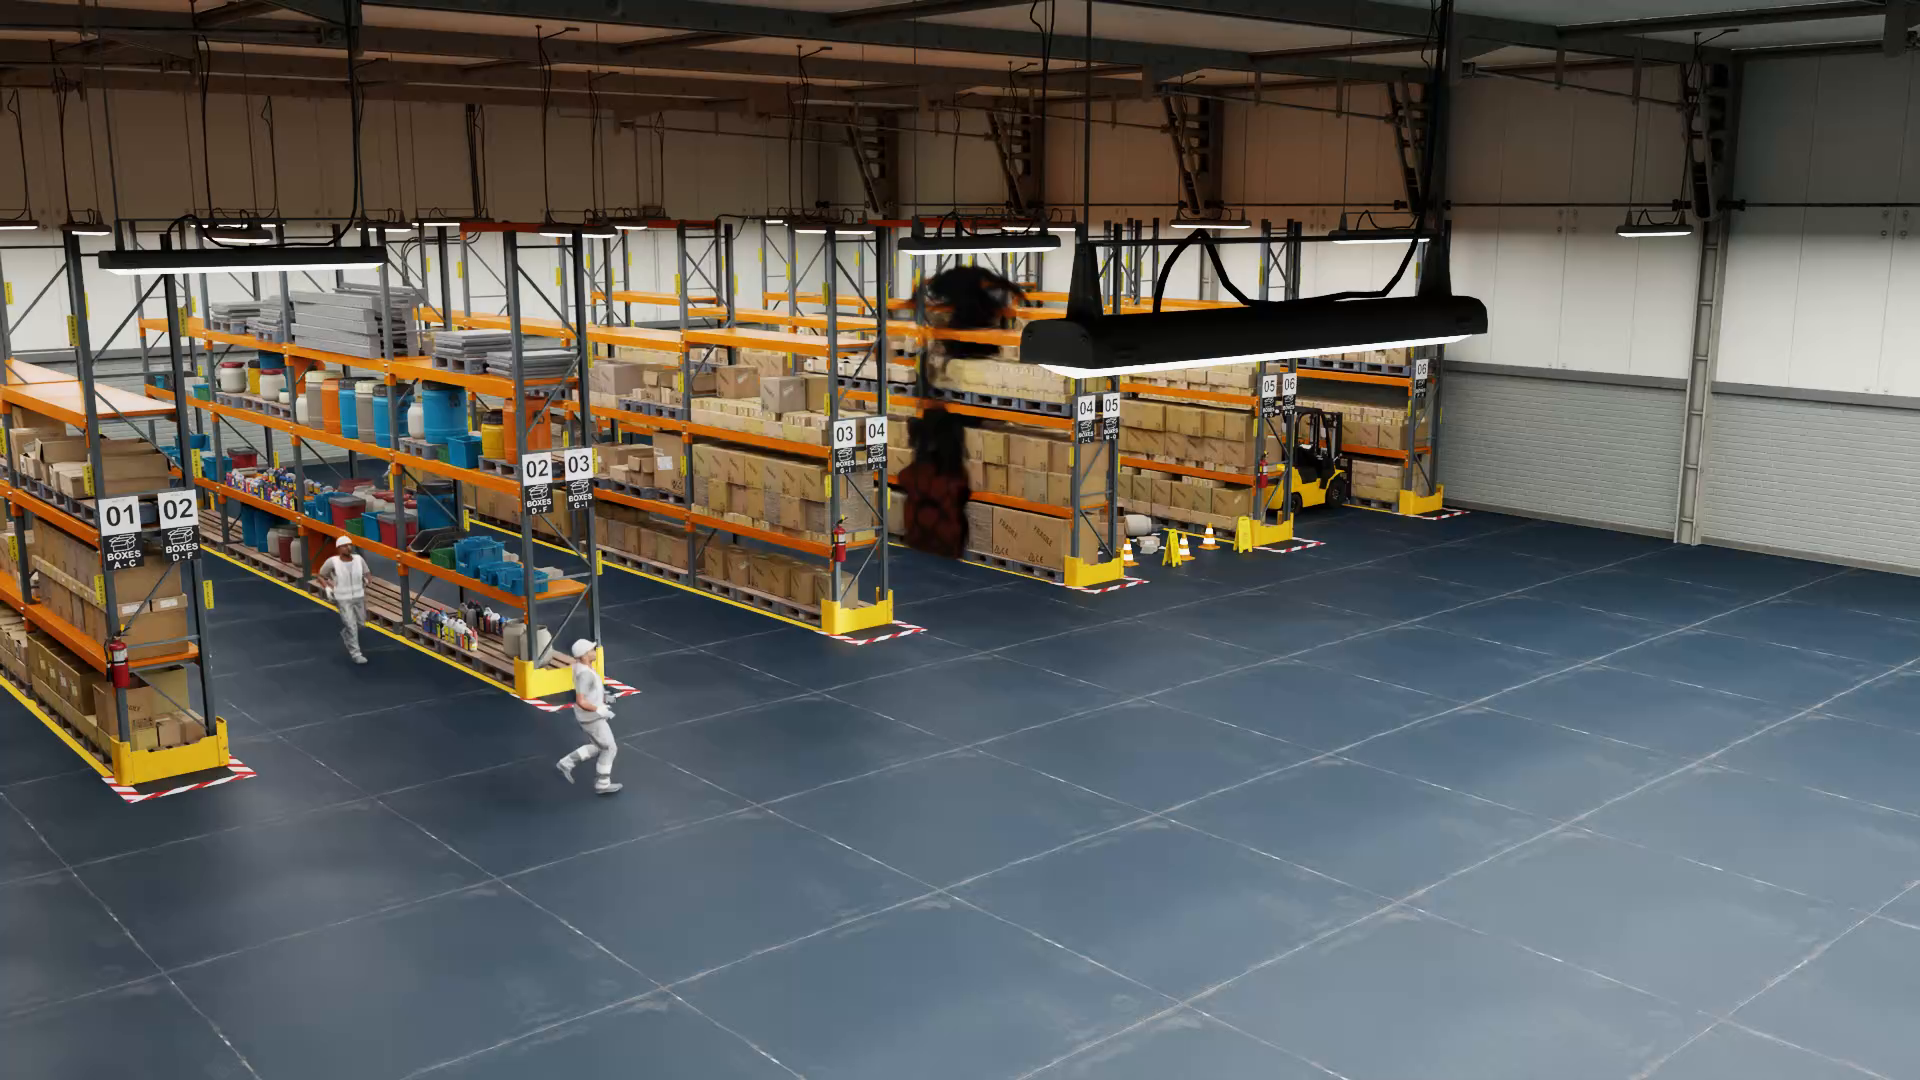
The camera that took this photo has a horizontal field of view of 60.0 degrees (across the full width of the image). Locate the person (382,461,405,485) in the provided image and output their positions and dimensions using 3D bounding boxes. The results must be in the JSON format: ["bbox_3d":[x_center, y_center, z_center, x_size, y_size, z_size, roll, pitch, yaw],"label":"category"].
[{"bbox_3d":[-12.846,-2.082,37.792,0.618,1.734,0.674,-5,12,-23],"label":"person"}]

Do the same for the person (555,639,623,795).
[{"bbox_3d":[-4.034,1.917,17.976,0.701,1.742,0.659,-4,12,-19],"label":"person"}]

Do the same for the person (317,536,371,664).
[{"bbox_3d":[-8.583,0.815,23.342,0.696,1.763,0.941,-11,16,-43],"label":"person"}]
